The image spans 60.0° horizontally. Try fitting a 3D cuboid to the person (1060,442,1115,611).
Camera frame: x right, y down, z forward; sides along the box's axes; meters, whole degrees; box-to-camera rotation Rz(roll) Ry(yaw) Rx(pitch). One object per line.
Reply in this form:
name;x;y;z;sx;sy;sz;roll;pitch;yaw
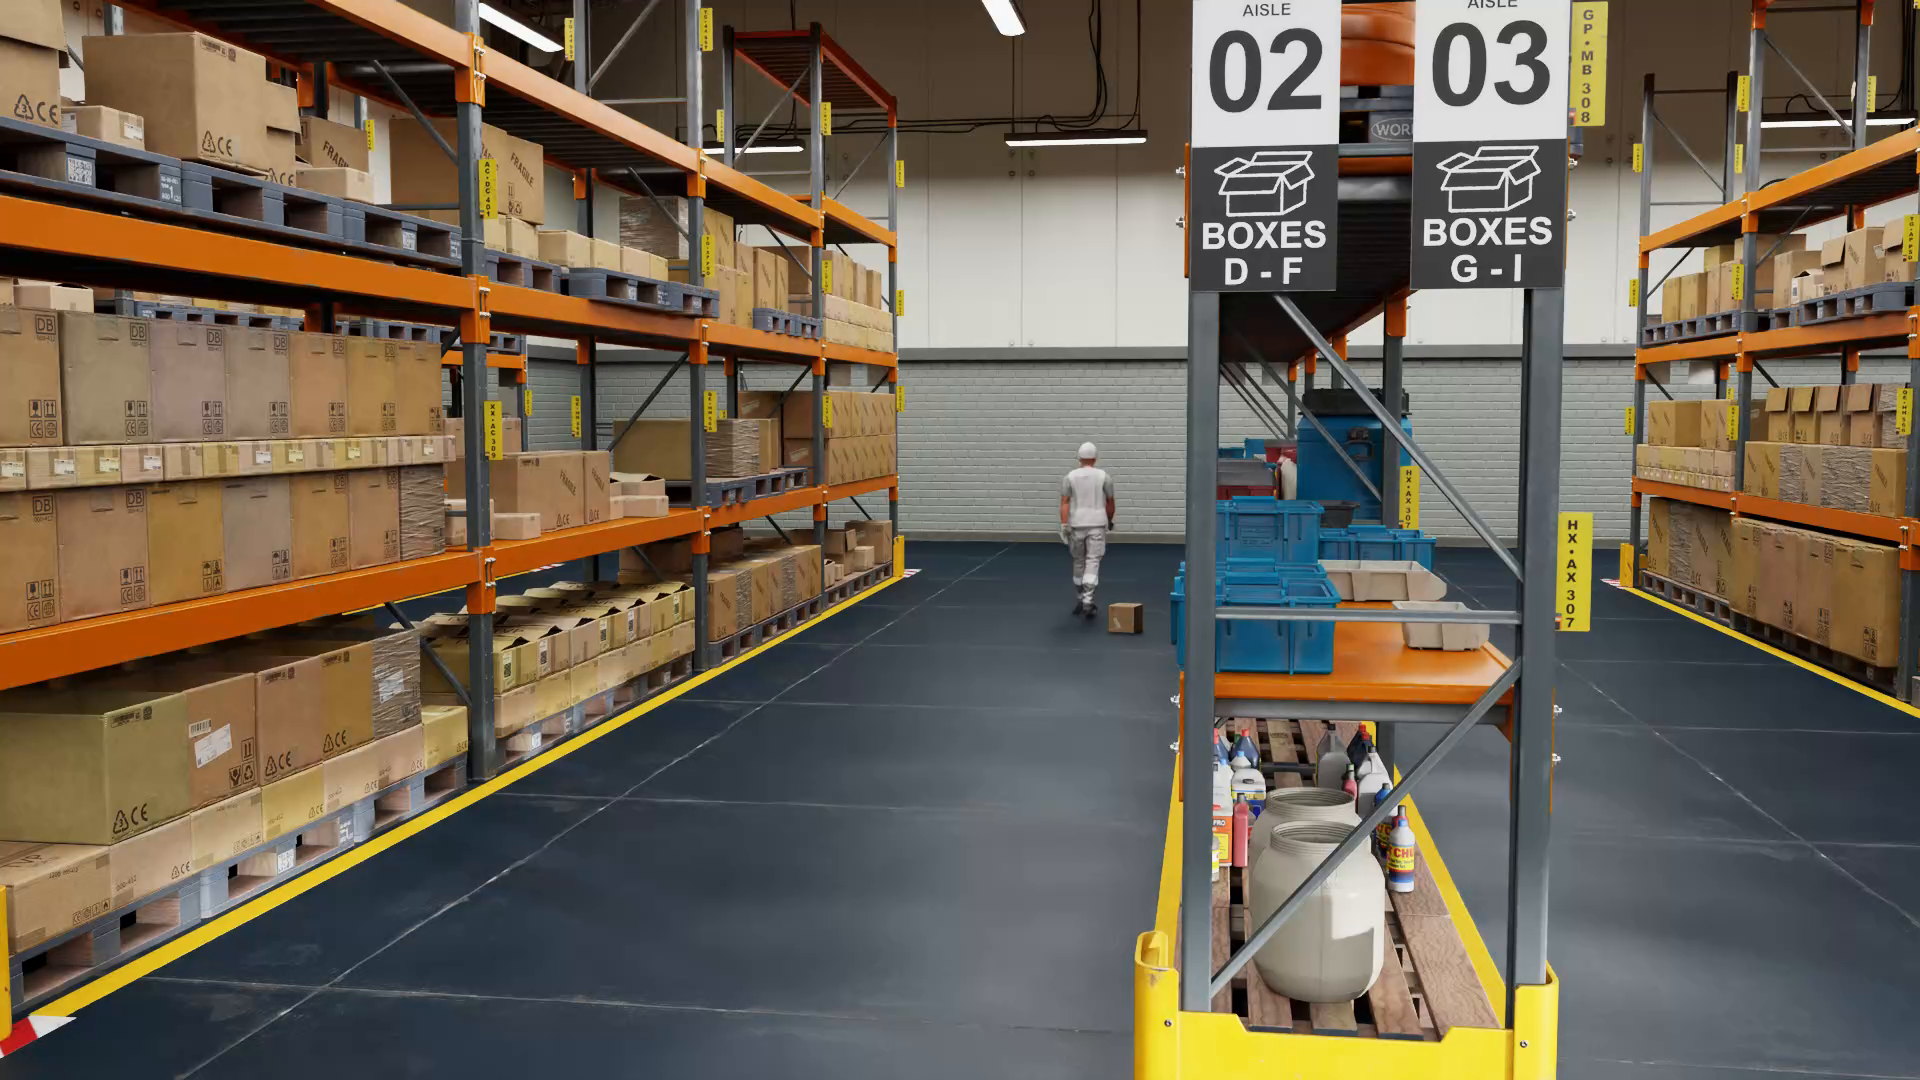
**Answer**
person;1.347;-0.163;17.337;0.541;1.719;1.055;1;5;13
